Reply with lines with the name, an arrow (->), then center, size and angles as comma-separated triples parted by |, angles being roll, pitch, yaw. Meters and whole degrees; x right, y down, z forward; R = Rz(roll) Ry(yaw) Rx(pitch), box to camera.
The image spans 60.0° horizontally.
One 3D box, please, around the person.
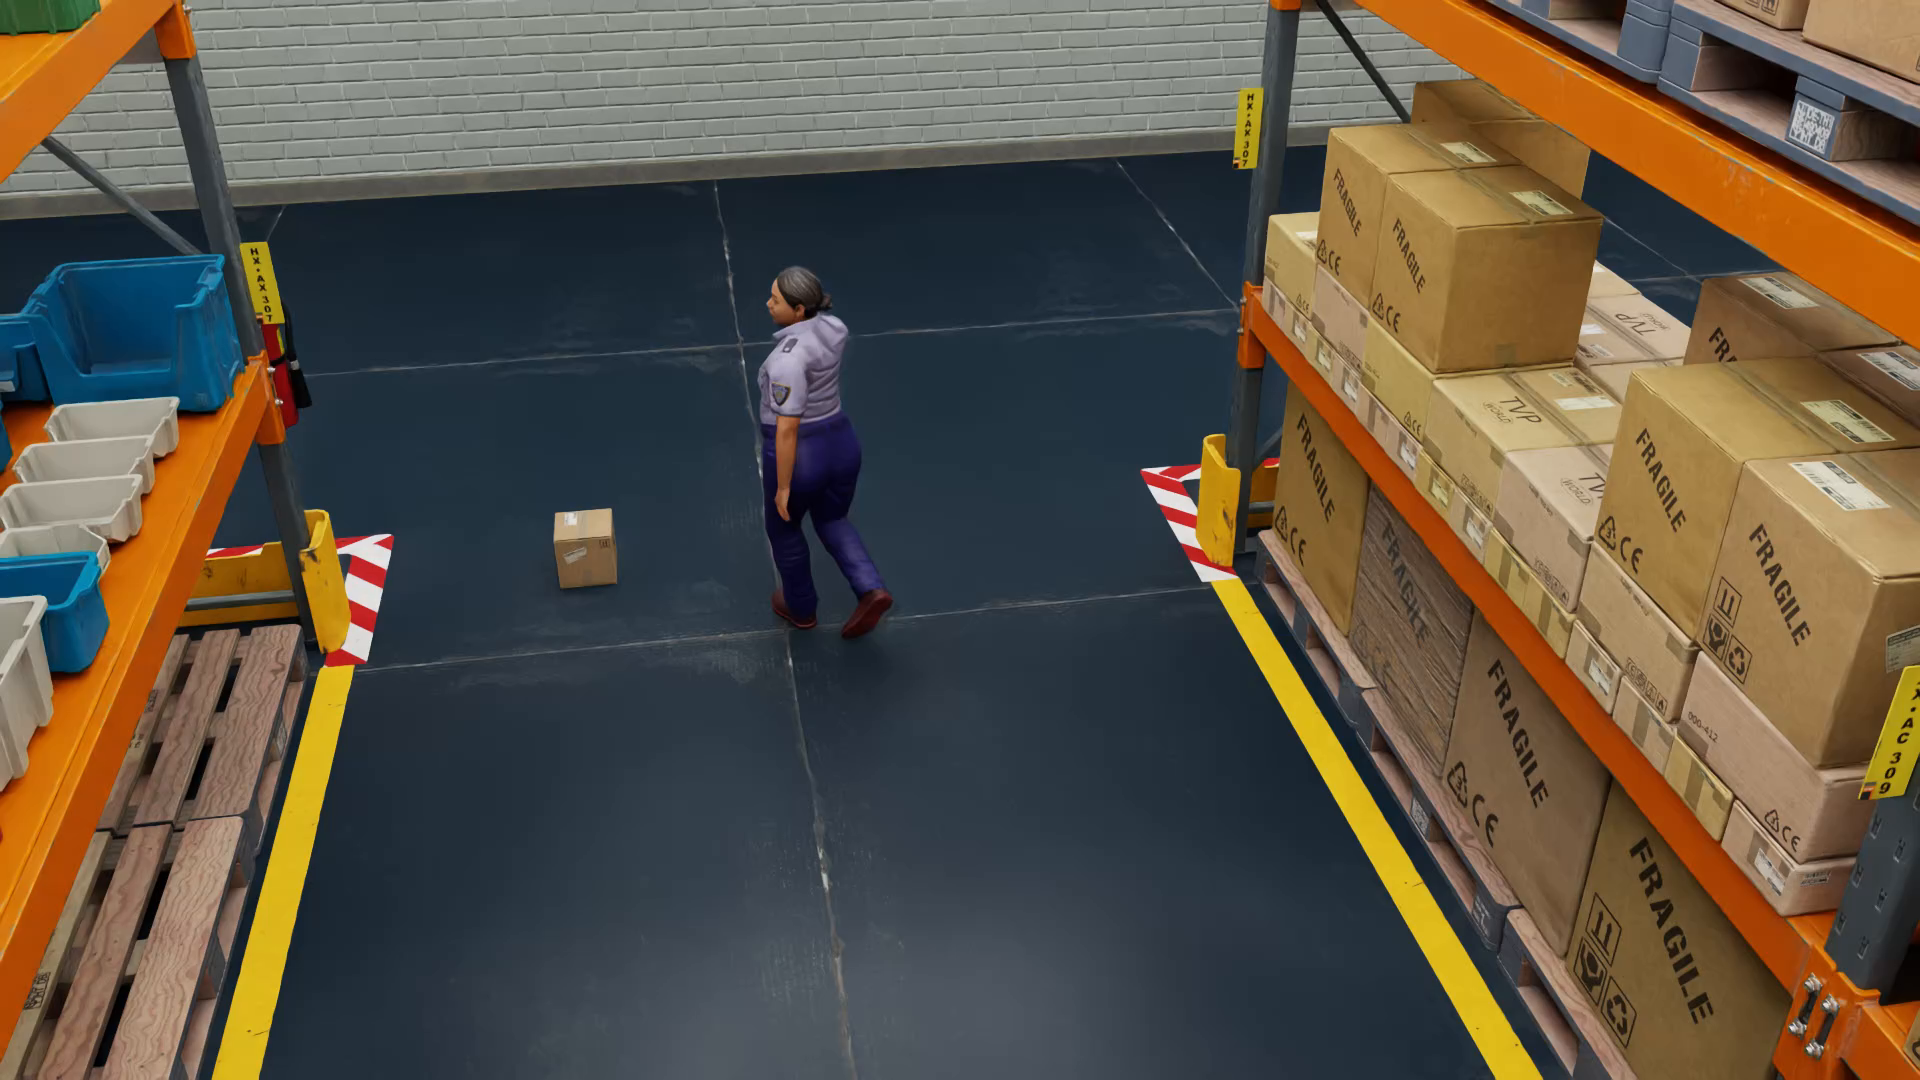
person -> -0.567, -0.312, 6.661 | 0.677, 1.615, 0.487 | 26, 39, 36
